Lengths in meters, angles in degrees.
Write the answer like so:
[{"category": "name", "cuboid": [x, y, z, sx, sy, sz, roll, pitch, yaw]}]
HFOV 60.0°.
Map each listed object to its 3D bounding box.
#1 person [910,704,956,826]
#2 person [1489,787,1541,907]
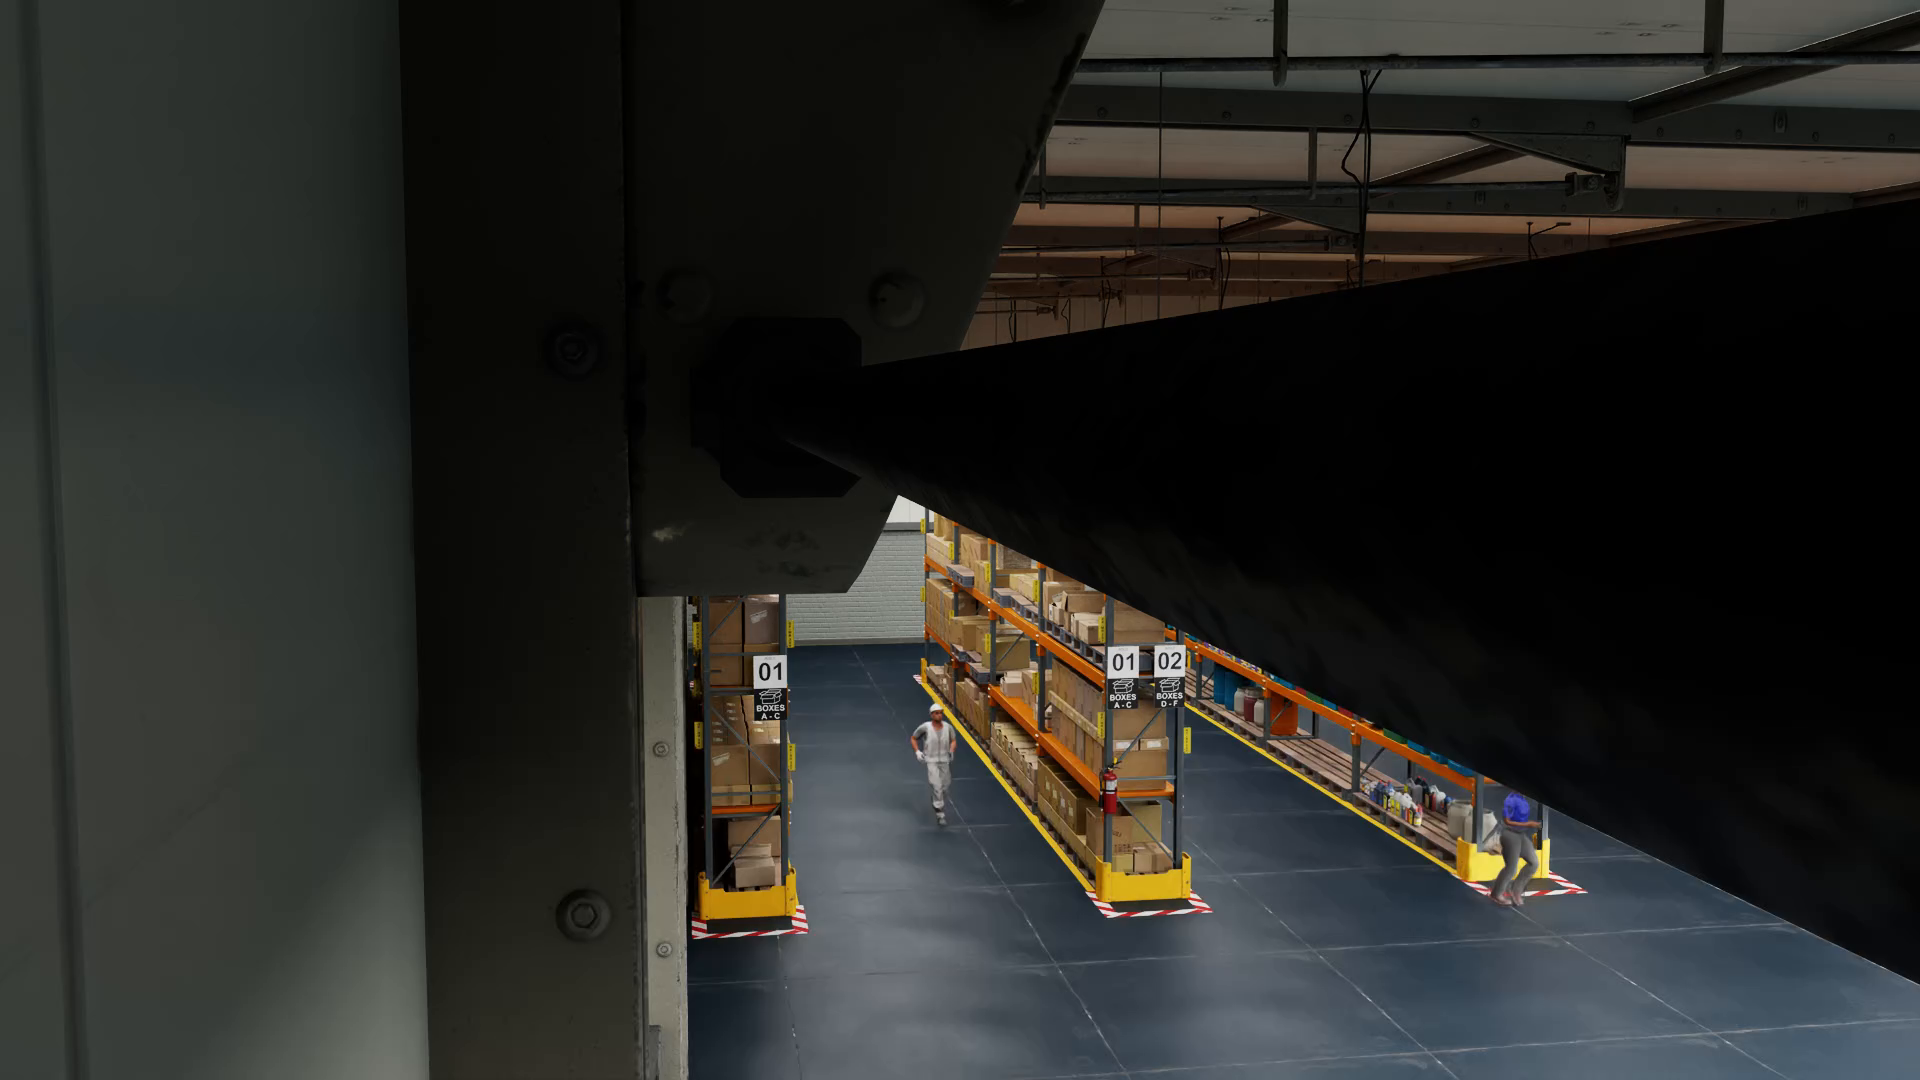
[{"category": "person", "cuboid": [-0.367, 3.290, 24.603, 0.690, 1.755, 0.812, -2, 5, -20]}, {"category": "person", "cuboid": [6.874, 3.716, 20.479, 0.604, 1.687, 0.574, 4, 7, 40]}]
